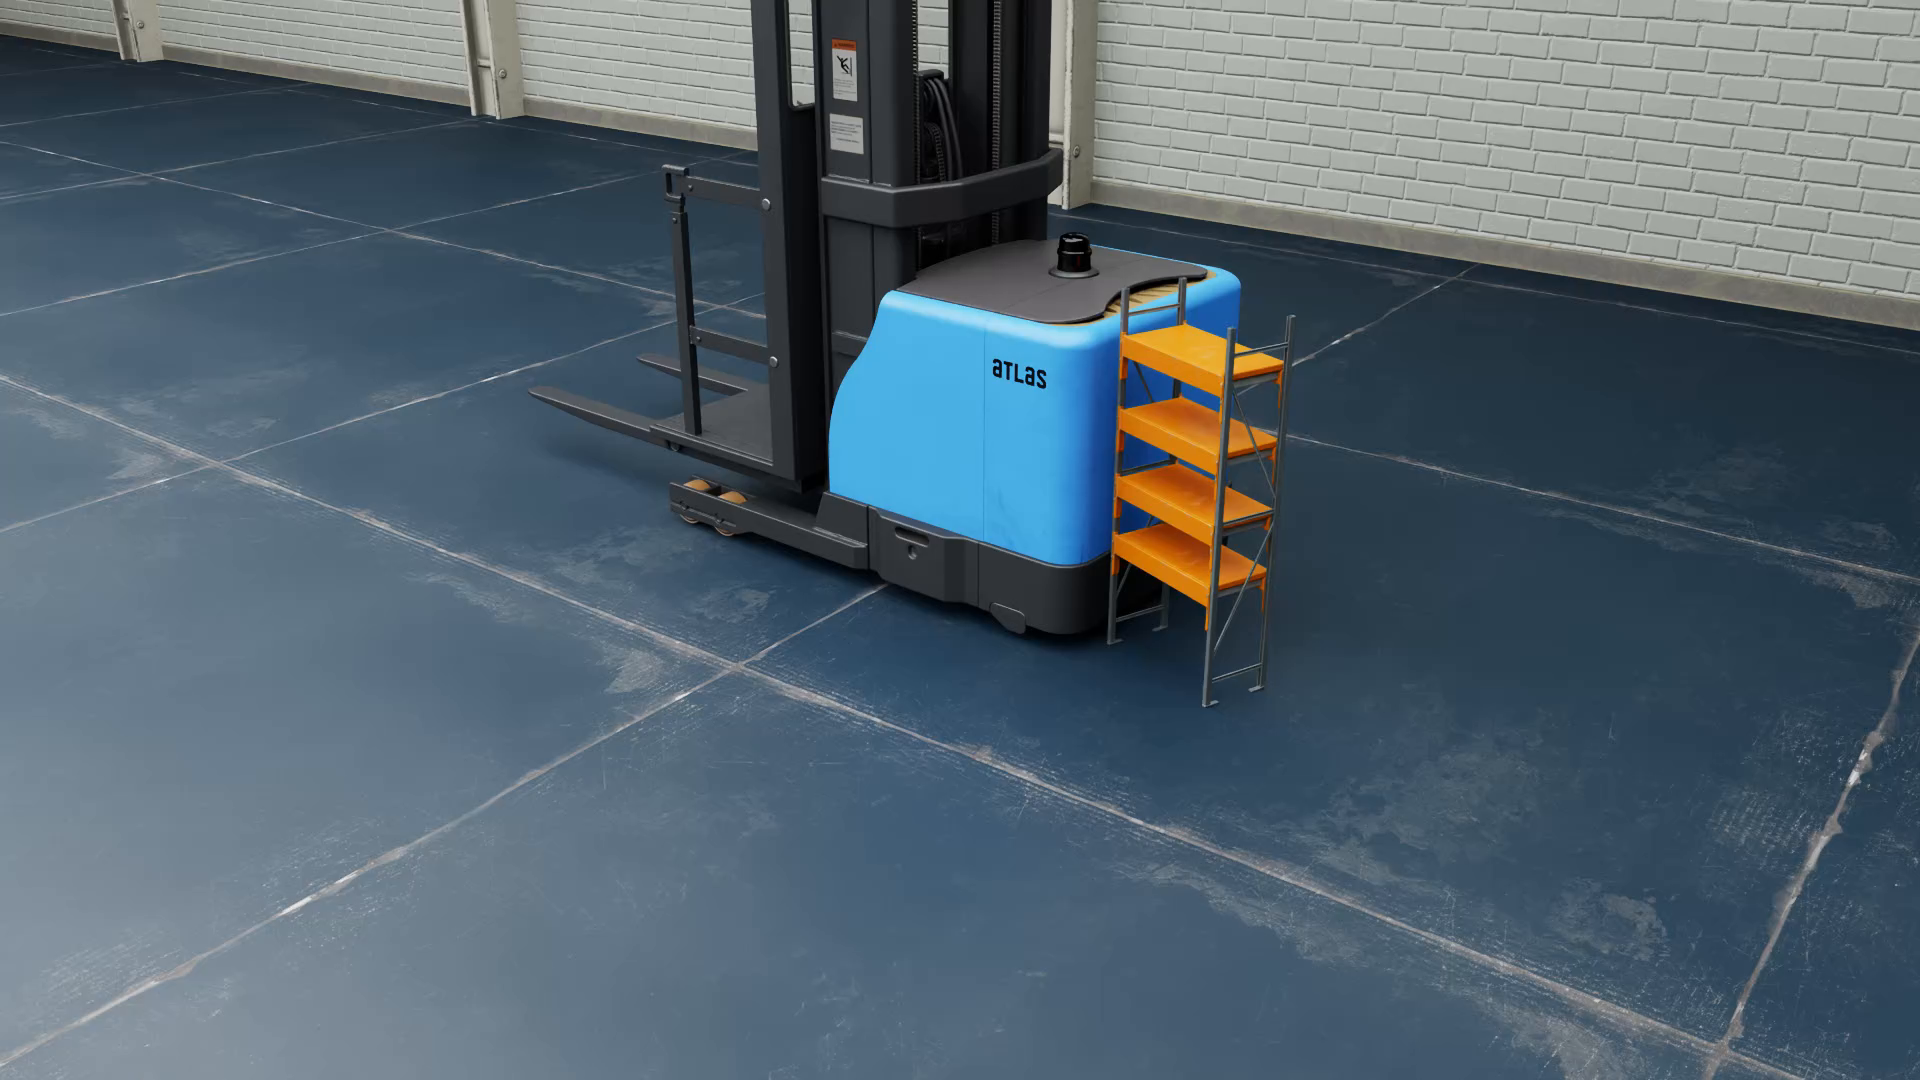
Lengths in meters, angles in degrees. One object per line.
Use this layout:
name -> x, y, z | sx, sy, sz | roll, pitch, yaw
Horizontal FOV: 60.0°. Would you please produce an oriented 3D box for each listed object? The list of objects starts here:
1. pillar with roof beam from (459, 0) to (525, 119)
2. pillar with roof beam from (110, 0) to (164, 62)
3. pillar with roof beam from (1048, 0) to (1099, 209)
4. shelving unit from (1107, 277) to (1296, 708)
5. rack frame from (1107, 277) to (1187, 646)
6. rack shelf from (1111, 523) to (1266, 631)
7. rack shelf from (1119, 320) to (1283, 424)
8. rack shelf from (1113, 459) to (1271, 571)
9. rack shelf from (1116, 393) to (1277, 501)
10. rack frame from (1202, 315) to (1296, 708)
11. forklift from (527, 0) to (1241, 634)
pillar with roof beam -> -6.708, -6.540, 9.932 | 0.400, 9.000, 9.100 | 17, 29, 33
pillar with roof beam -> -11.510, -7.990, 13.225 | 0.400, 9.000, 9.100 | 17, 29, 33
pillar with roof beam -> -1.907, -5.089, 6.639 | 0.400, 9.000, 9.100 | 17, 29, 33
shelving unit -> 0.719, -0.146, 5.093 | 0.258, 1.200, 0.503 | -14, 27, -29
rack frame -> 0.590, -0.230, 5.283 | 0.240, 1.200, 0.015 | -14, 27, -29
rack shelf -> 0.719, 0.097, 5.200 | 0.258, 0.148, 0.480 | -14, 27, -29
rack shelf -> 0.719, -0.506, 4.935 | 0.258, 0.148, 0.480 | -14, 27, -29
rack shelf -> 0.719, -0.084, 5.120 | 0.258, 0.148, 0.480 | -14, 27, -29
rack shelf -> 0.719, -0.289, 5.030 | 0.258, 0.148, 0.480 | -14, 27, -29
rack frame -> 0.847, -0.062, 4.903 | 0.240, 1.200, 0.015 | -14, 27, -29
forklift -> -0.486, -1.502, 6.023 | 3.031, 2.935, 1.130 | 18, 30, 35
